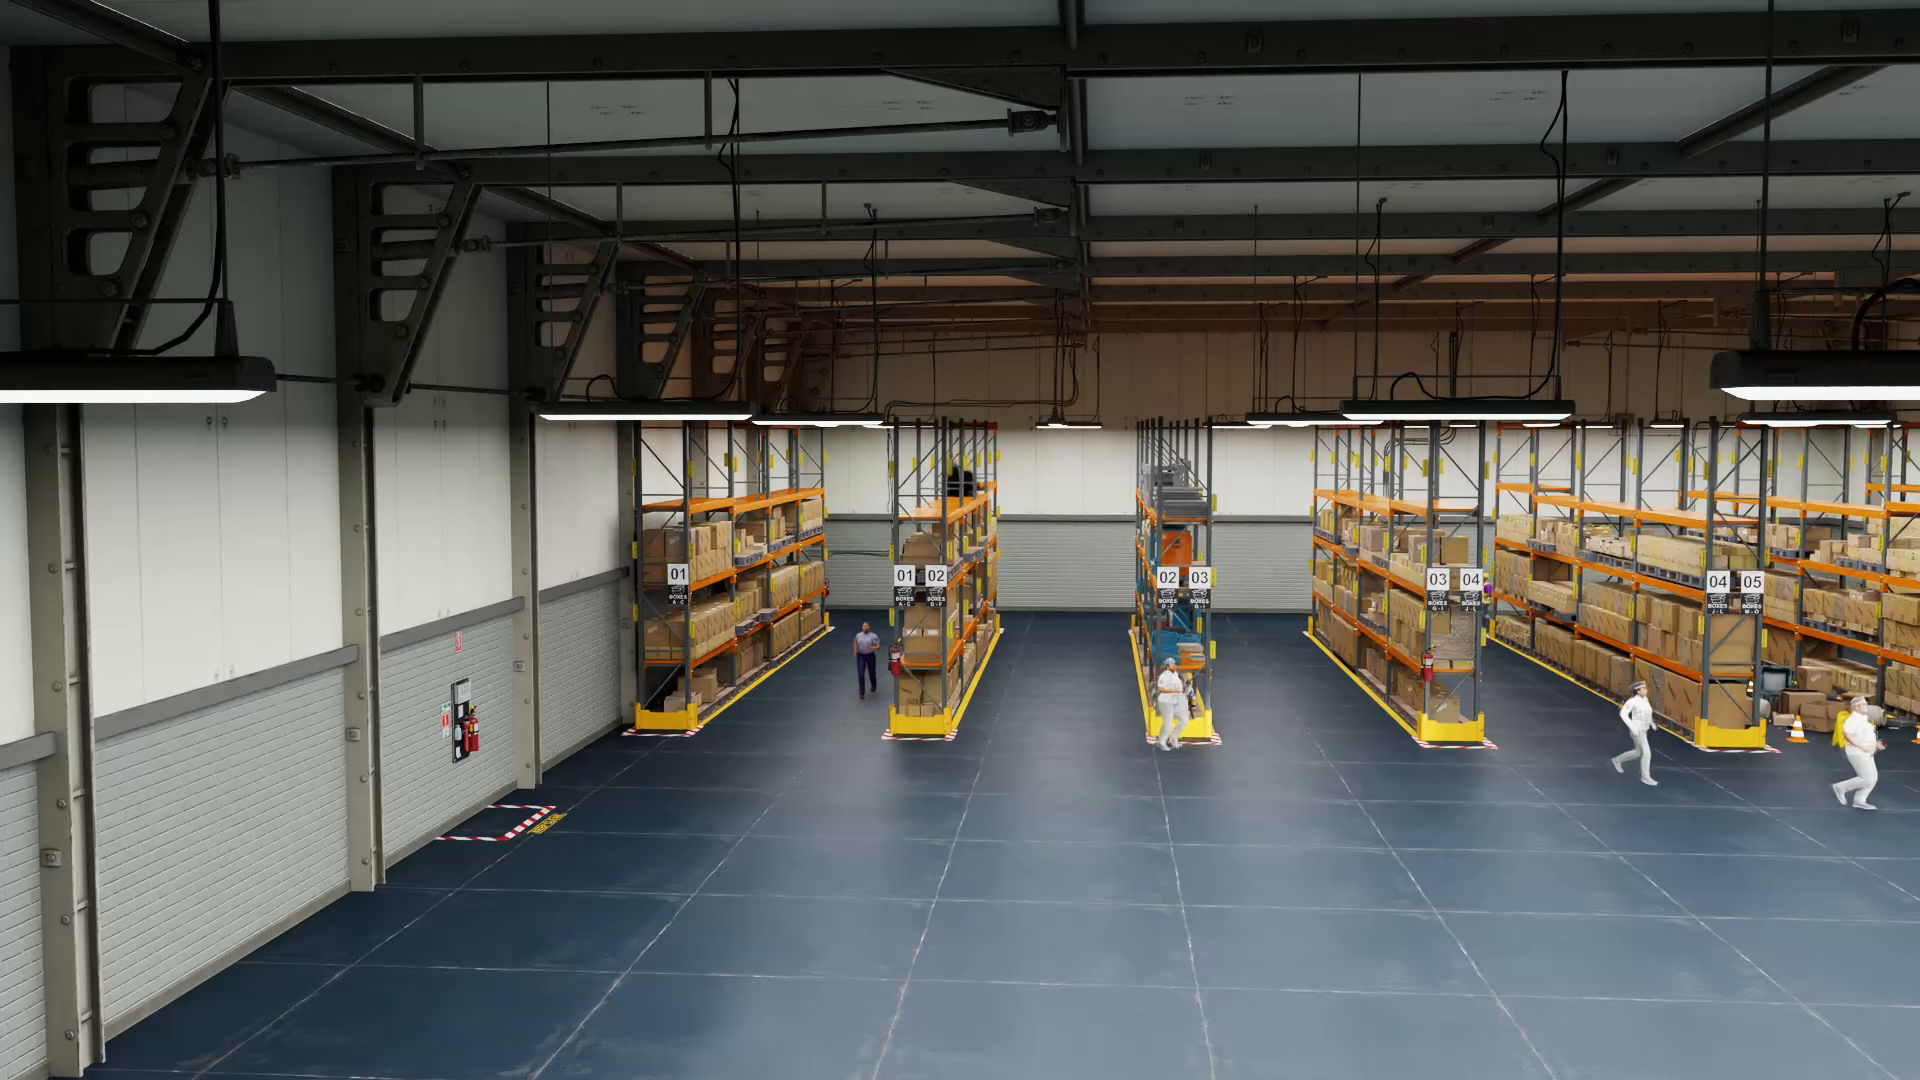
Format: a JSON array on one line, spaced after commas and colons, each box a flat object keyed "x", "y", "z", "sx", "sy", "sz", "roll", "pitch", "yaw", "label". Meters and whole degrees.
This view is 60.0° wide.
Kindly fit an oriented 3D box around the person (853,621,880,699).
[{"x": -2.019, "y": 2.561, "z": 35.761, "sx": 0.615, "sy": 1.624, "sz": 0.881, "roll": 0, "pitch": 4, "yaw": 5, "label": "person"}]

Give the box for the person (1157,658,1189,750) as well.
[{"x": 3.828, "y": 2.957, "z": 29.905, "sx": 0.619, "sy": 1.685, "sz": 0.577, "roll": -4, "pitch": 5, "yaw": -45, "label": "person"}]

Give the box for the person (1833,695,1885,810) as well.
[{"x": 13.621, "y": 3.207, "z": 25.198, "sx": 0.627, "sy": 1.731, "sz": 0.661, "roll": 3, "pitch": 5, "yaw": 40, "label": "person"}]

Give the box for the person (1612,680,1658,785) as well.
[{"x": 11.056, "y": 3.122, "z": 27.196, "sx": 0.632, "sy": 1.689, "sz": 0.797, "roll": -3, "pitch": 5, "yaw": -43, "label": "person"}]

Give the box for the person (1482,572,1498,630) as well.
[{"x": 14.872, "y": 1.786, "z": 47.145, "sx": 0.907, "sy": 1.759, "sz": 0.737, "roll": 0, "pitch": 4, "yaw": -7, "label": "person"}]
